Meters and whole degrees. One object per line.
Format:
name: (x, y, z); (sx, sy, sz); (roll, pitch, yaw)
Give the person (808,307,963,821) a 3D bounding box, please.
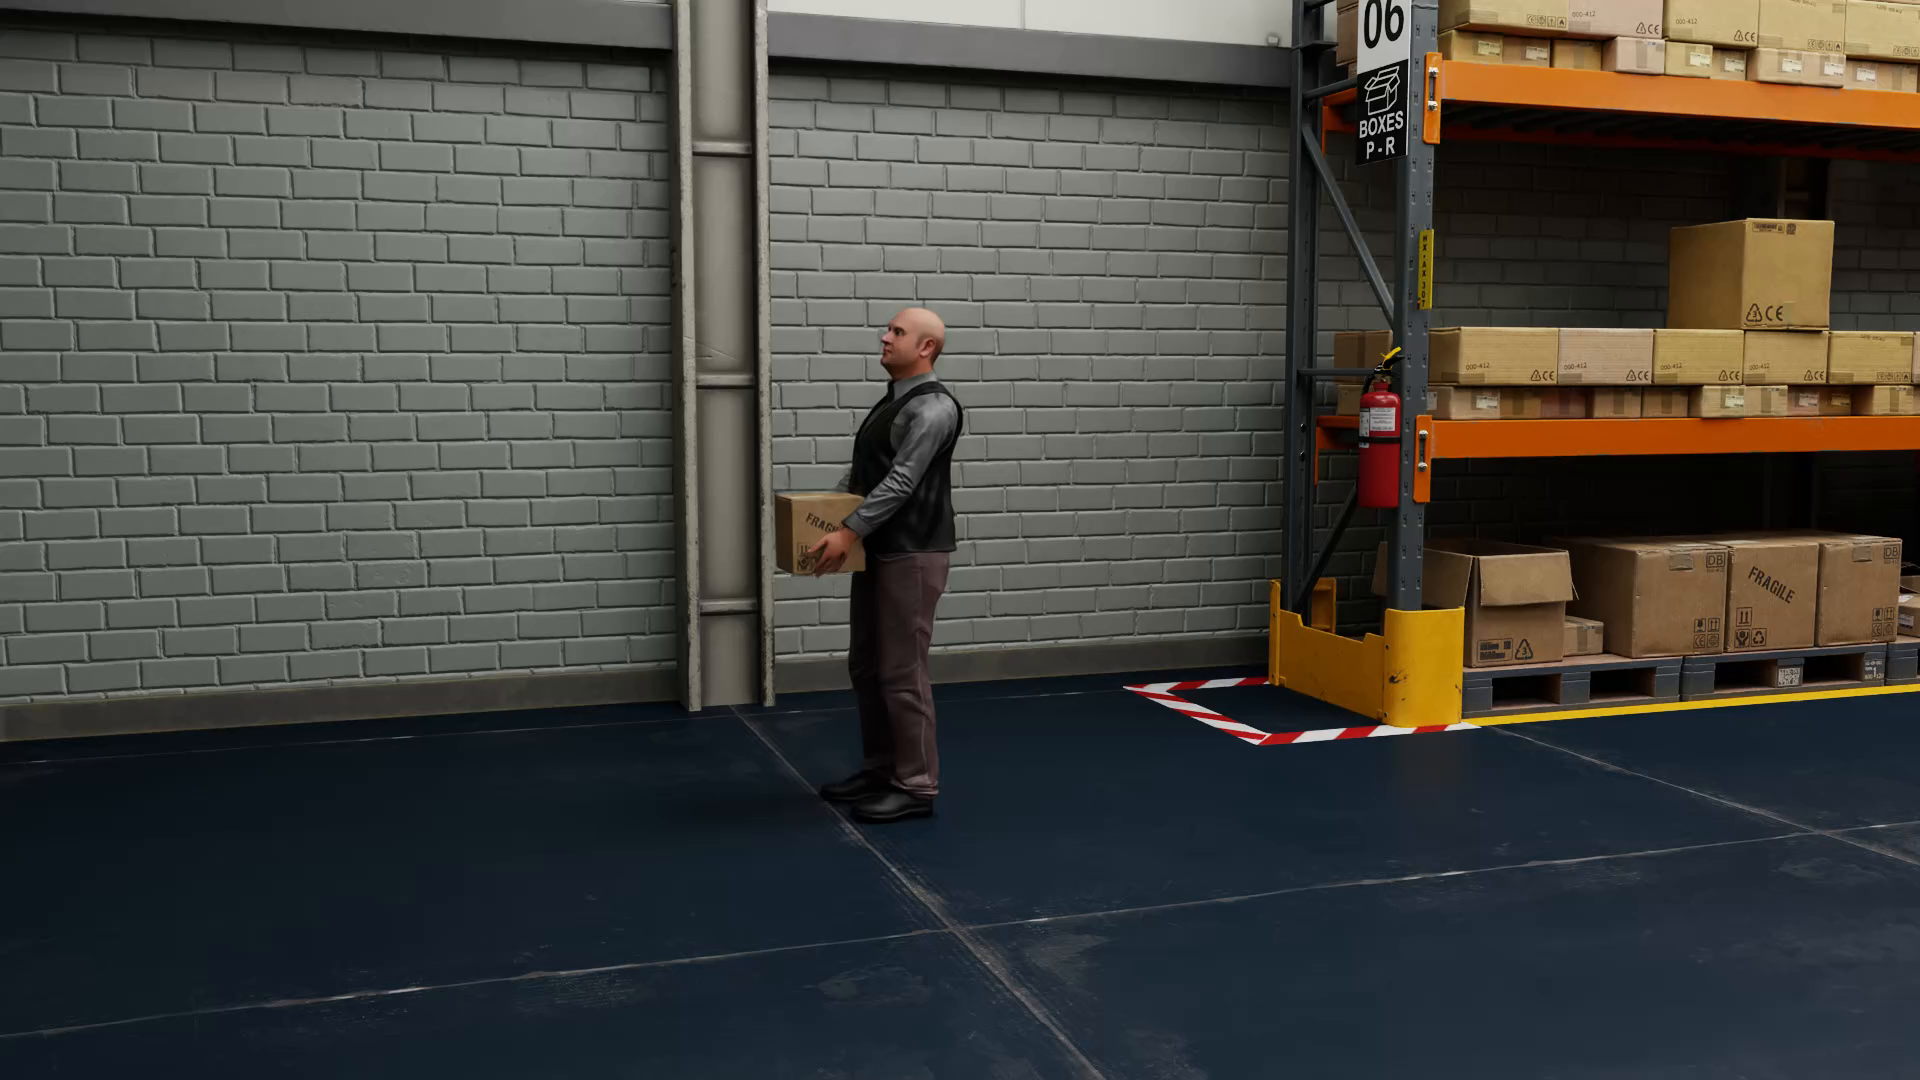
person: (-0.284, 0.114, 5.657); (0.545, 1.650, 0.505); (-2, 6, -20)
